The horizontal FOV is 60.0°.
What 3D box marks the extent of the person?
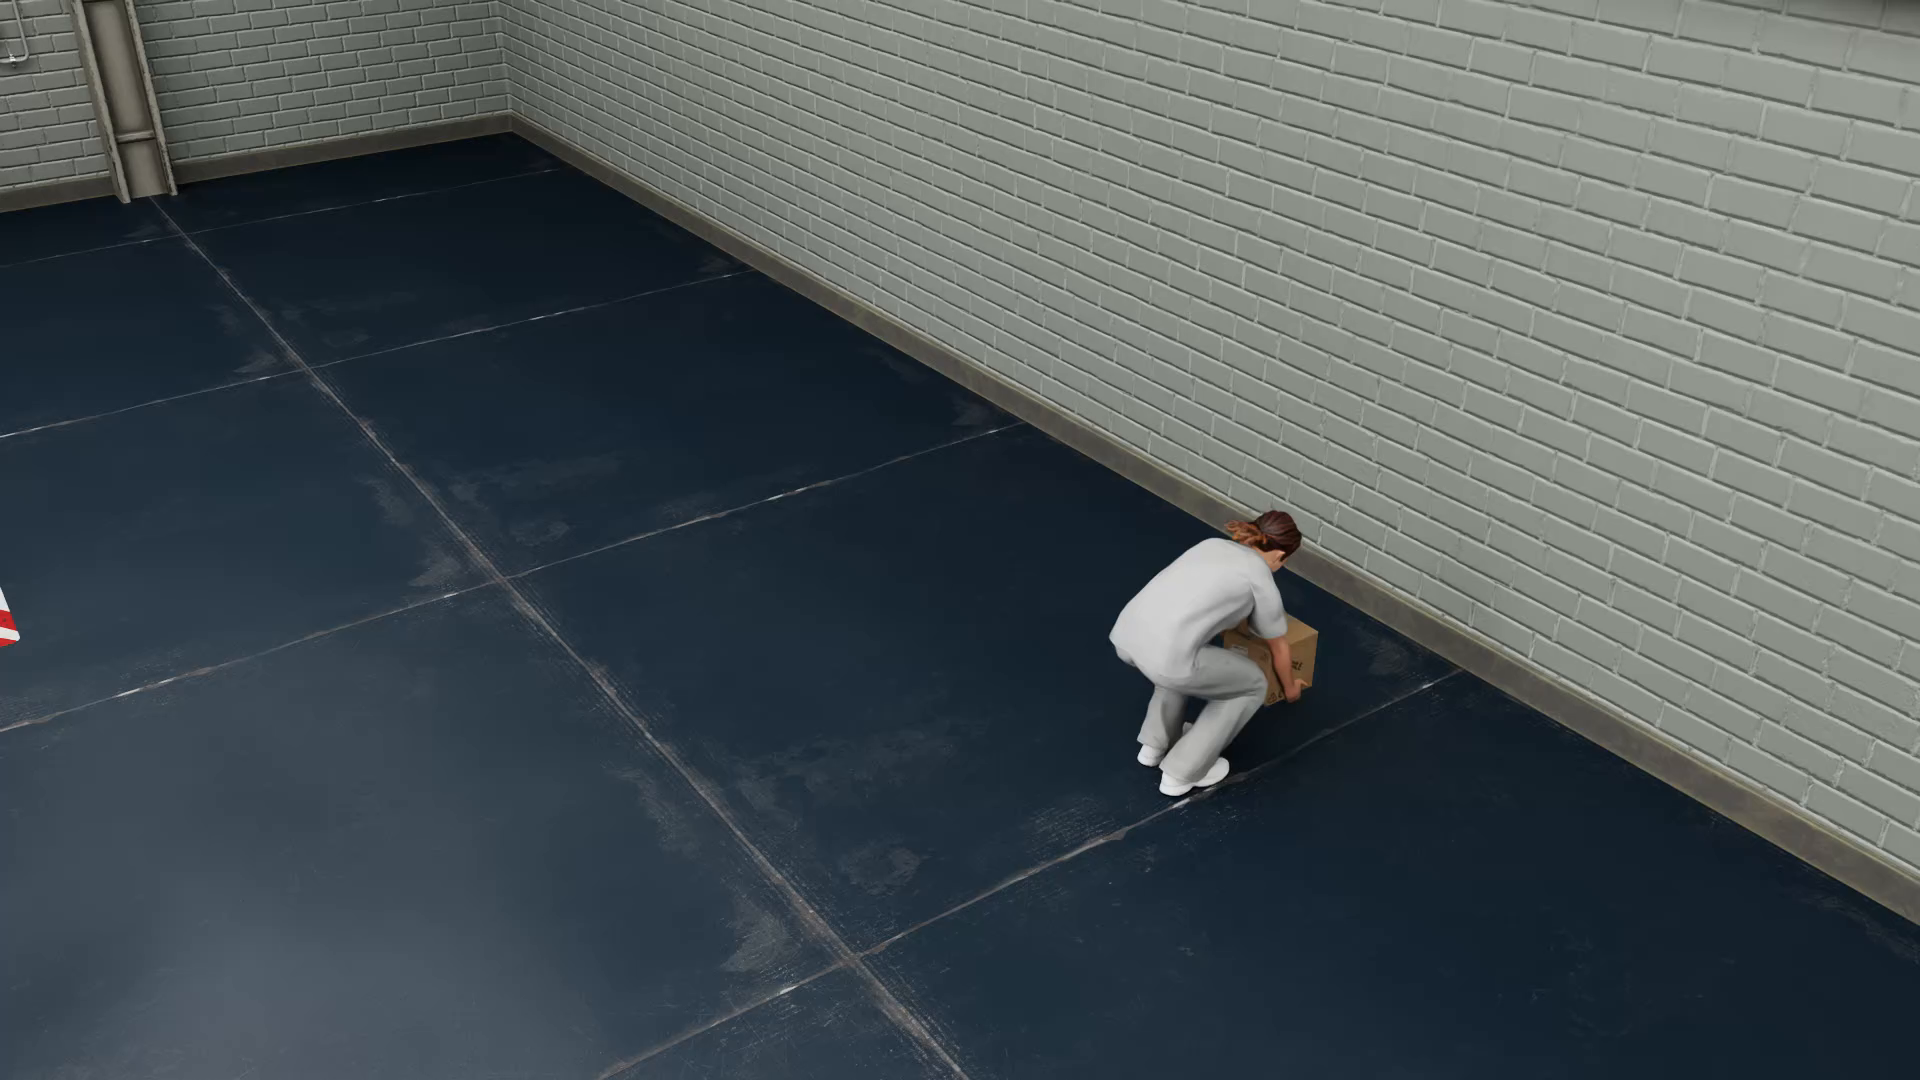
[{"bbox_3d":[0.928,0.407,6.143,0.848,0.946,0.458,-20,35,-32],"label":"person"}]
